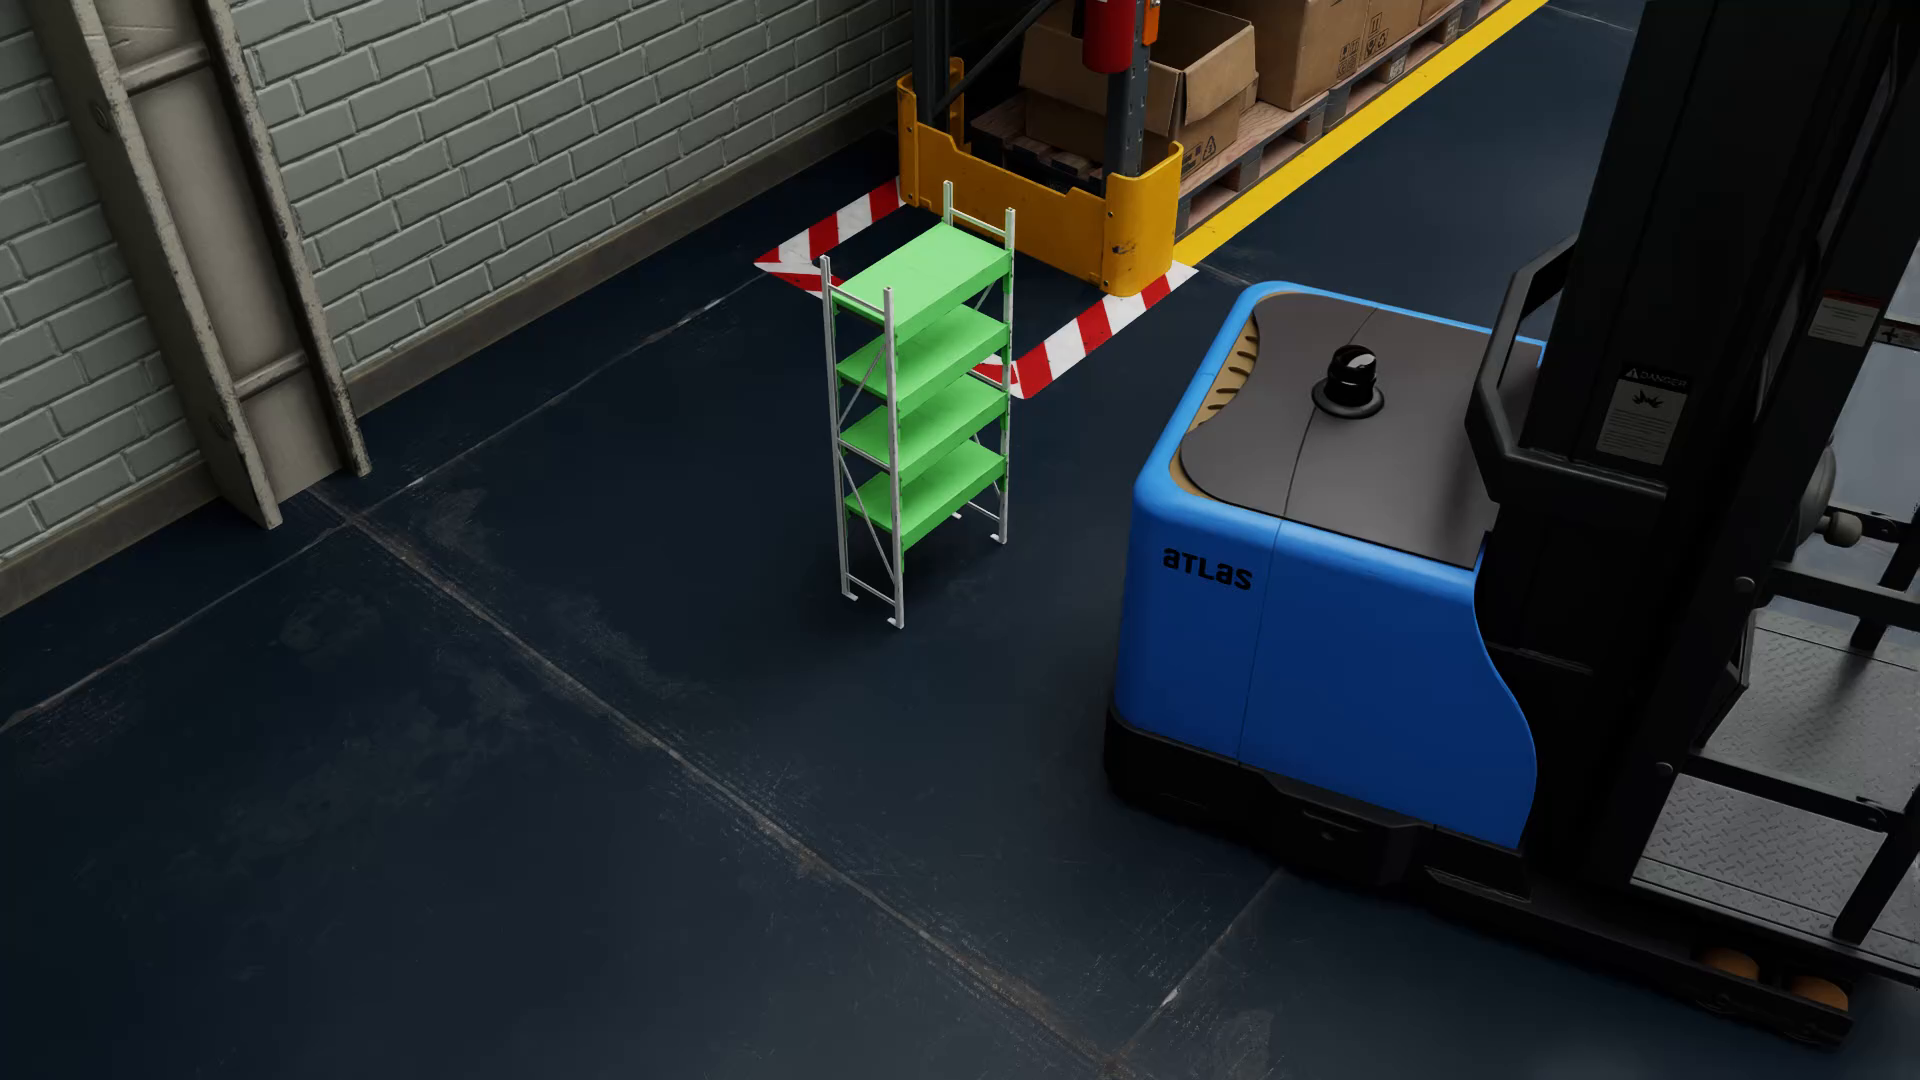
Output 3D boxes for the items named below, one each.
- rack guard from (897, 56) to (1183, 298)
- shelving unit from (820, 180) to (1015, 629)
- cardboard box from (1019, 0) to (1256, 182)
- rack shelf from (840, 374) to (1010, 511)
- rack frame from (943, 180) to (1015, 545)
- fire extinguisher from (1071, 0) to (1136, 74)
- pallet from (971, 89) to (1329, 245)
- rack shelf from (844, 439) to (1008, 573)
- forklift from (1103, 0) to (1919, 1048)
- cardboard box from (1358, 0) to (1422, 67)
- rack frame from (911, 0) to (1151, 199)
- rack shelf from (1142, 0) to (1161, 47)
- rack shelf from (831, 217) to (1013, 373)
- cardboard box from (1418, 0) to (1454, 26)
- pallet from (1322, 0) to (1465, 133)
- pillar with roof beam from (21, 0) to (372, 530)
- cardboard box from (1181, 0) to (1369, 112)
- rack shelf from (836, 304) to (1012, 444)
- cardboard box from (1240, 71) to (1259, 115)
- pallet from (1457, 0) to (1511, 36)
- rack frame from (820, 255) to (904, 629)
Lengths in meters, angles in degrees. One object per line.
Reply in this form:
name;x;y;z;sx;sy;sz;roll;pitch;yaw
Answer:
rack guard;0.286;-1.420;6.440;1.175;0.500;0.348;29;50;28
shelving unit;-0.107;-0.359;4.753;0.258;1.200;0.503;29;50;28
cardboard box;0.704;-1.811;6.556;0.797;0.503;0.637;28;49;27
rack shelf;-0.107;-0.311;4.796;0.258;0.148;0.480;29;50;28
rack frame;0.051;-0.484;4.891;0.240;1.200;0.015;29;50;28
fire extinguisher;0.496;-1.863;5.404;0.296;0.674;0.183;29;50;28
pallet;0.799;-1.724;6.989;1.003;0.211;1.213;29;50;28
rack shelf;-0.107;-0.134;4.957;0.258;0.148;0.480;29;50;28
forklift;1.949;-0.305;3.406;3.031;2.935;1.130;16;45;17
cardboard box;1.700;-2.462;7.274;0.500;0.500;0.500;30;50;29
rack frame;0.237;-2.306;5.556;1.000;3.000;0.127;29;50;28
rack shelf;1.525;-3.069;6.931;1.077;0.370;4.000;29;50;28
rack shelf;-0.106;-0.667;4.473;0.258;0.148;0.480;29;50;28
cardboard box;1.952;-2.768;7.611;0.700;0.500;0.500;28;49;27
pallet;1.584;-2.349;7.677;1.003;0.211;1.213;29;50;28
pillar with roof beam;1.107;-1.663;0.390;9.100;9.000;0.400;29;50;28
cardboard box;1.283;-2.234;7.023;0.700;0.500;0.500;32;51;30
rack shelf;-0.107;-0.489;4.634;0.258;0.148;0.480;29;50;28
cardboard box;1.007;-1.882;6.897;0.380;0.149;0.250;28;49;27
pallet;2.369;-2.980;8.371;1.003;0.211;1.213;29;50;28
rack frame;-0.264;-0.233;4.614;0.240;1.200;0.015;29;50;28
